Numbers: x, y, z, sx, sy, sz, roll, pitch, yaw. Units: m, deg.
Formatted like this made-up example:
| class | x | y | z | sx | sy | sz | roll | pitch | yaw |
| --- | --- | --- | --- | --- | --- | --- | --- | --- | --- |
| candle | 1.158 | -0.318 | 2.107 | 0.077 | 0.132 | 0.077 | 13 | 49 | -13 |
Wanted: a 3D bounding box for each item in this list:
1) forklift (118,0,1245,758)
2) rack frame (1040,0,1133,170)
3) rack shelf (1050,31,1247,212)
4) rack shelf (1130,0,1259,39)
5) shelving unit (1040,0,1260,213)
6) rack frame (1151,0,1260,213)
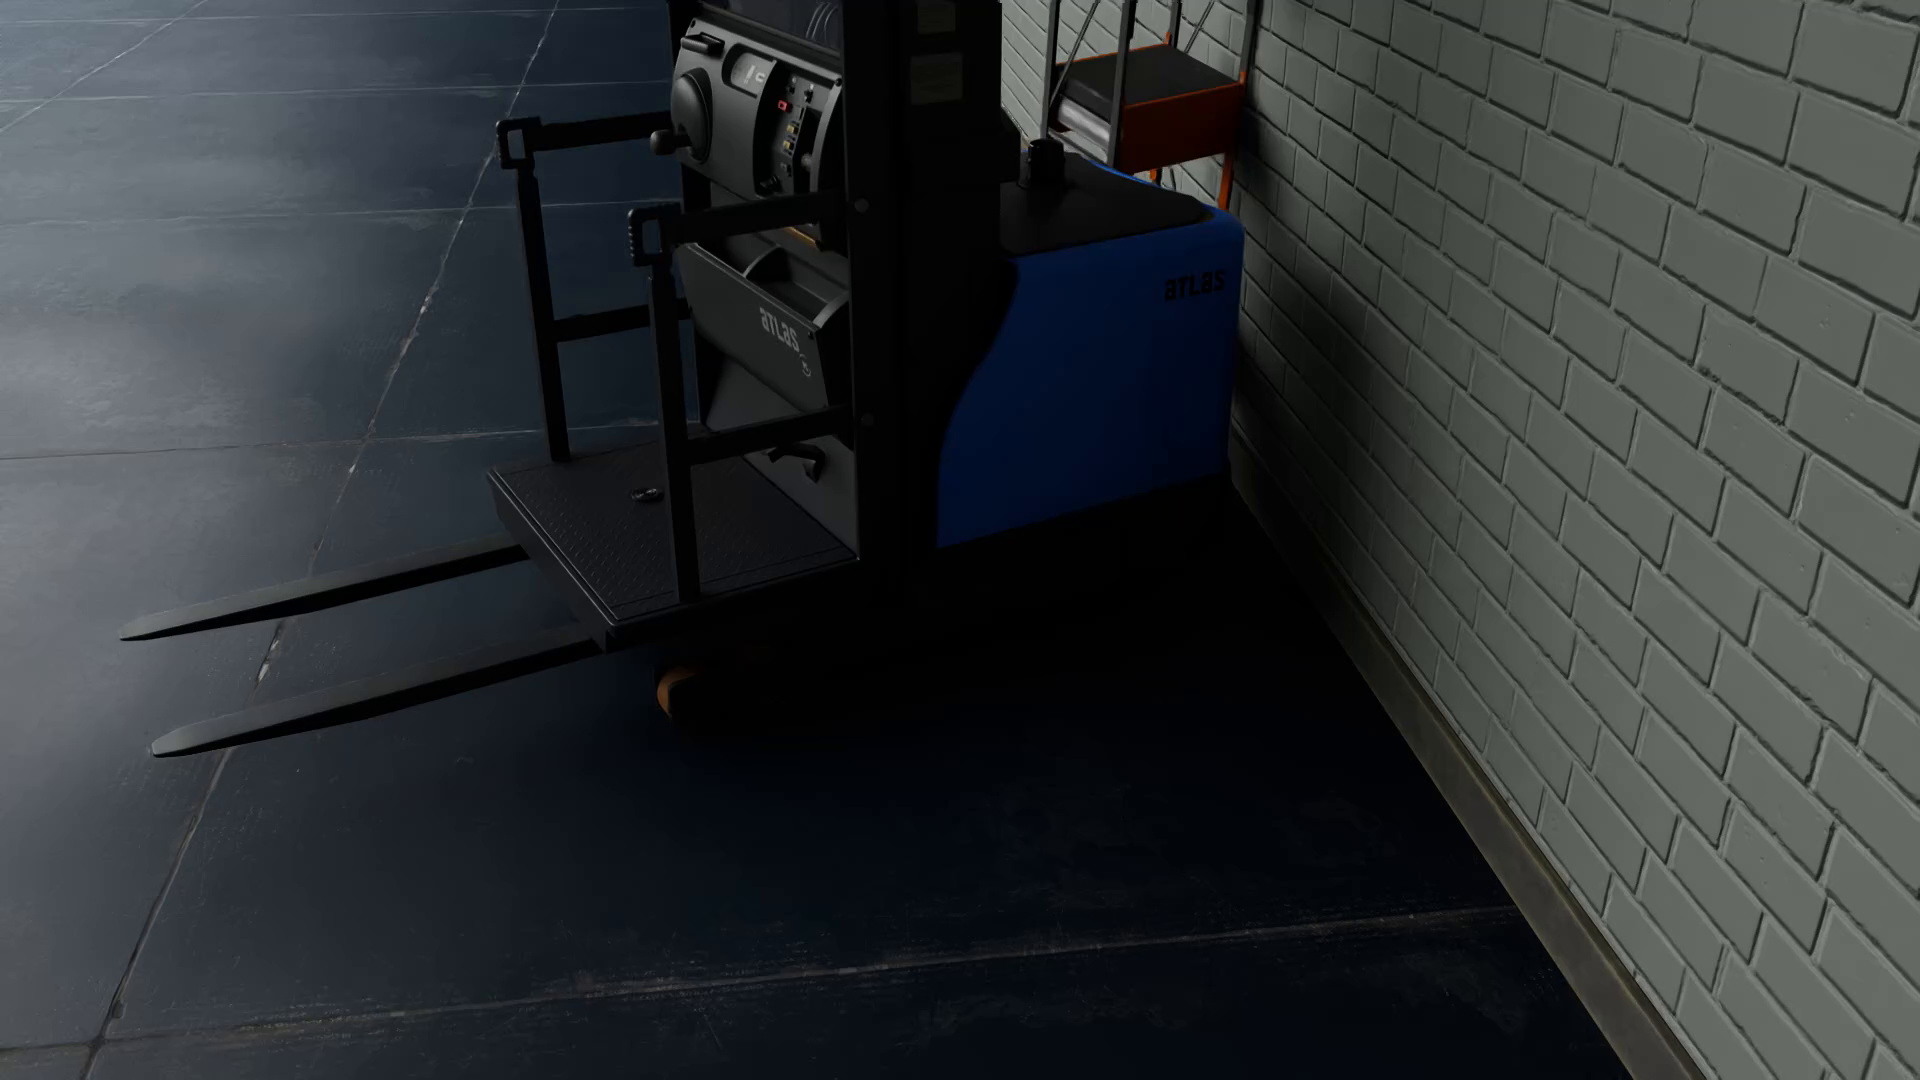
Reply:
| class | x | y | z | sx | sy | sz | roll | pitch | yaw |
| --- | --- | --- | --- | --- | --- | --- | --- | --- | --- |
| forklift | -0.711 | -1.096 | 4.175 | 3.031 | 2.935 | 1.130 | -15 | 31 | -27 |
| rack frame | 0.374 | -1.239 | 5.289 | 0.015 | 2.100 | 0.400 | -18 | 42 | -26 |
| rack shelf | 0.581 | -1.297 | 5.404 | 0.480 | 0.518 | 0.431 | -18 | 42 | -26 |
| rack shelf | 0.609 | -1.859 | 4.988 | 0.480 | 0.518 | 0.431 | -18 | 42 | -26 |
| shelving unit | 0.582 | -1.308 | 5.396 | 0.503 | 2.100 | 0.431 | -18 | 42 | -26 |
| rack frame | 0.790 | -1.377 | 5.504 | 0.015 | 2.100 | 0.400 | -18 | 42 | -26 |
